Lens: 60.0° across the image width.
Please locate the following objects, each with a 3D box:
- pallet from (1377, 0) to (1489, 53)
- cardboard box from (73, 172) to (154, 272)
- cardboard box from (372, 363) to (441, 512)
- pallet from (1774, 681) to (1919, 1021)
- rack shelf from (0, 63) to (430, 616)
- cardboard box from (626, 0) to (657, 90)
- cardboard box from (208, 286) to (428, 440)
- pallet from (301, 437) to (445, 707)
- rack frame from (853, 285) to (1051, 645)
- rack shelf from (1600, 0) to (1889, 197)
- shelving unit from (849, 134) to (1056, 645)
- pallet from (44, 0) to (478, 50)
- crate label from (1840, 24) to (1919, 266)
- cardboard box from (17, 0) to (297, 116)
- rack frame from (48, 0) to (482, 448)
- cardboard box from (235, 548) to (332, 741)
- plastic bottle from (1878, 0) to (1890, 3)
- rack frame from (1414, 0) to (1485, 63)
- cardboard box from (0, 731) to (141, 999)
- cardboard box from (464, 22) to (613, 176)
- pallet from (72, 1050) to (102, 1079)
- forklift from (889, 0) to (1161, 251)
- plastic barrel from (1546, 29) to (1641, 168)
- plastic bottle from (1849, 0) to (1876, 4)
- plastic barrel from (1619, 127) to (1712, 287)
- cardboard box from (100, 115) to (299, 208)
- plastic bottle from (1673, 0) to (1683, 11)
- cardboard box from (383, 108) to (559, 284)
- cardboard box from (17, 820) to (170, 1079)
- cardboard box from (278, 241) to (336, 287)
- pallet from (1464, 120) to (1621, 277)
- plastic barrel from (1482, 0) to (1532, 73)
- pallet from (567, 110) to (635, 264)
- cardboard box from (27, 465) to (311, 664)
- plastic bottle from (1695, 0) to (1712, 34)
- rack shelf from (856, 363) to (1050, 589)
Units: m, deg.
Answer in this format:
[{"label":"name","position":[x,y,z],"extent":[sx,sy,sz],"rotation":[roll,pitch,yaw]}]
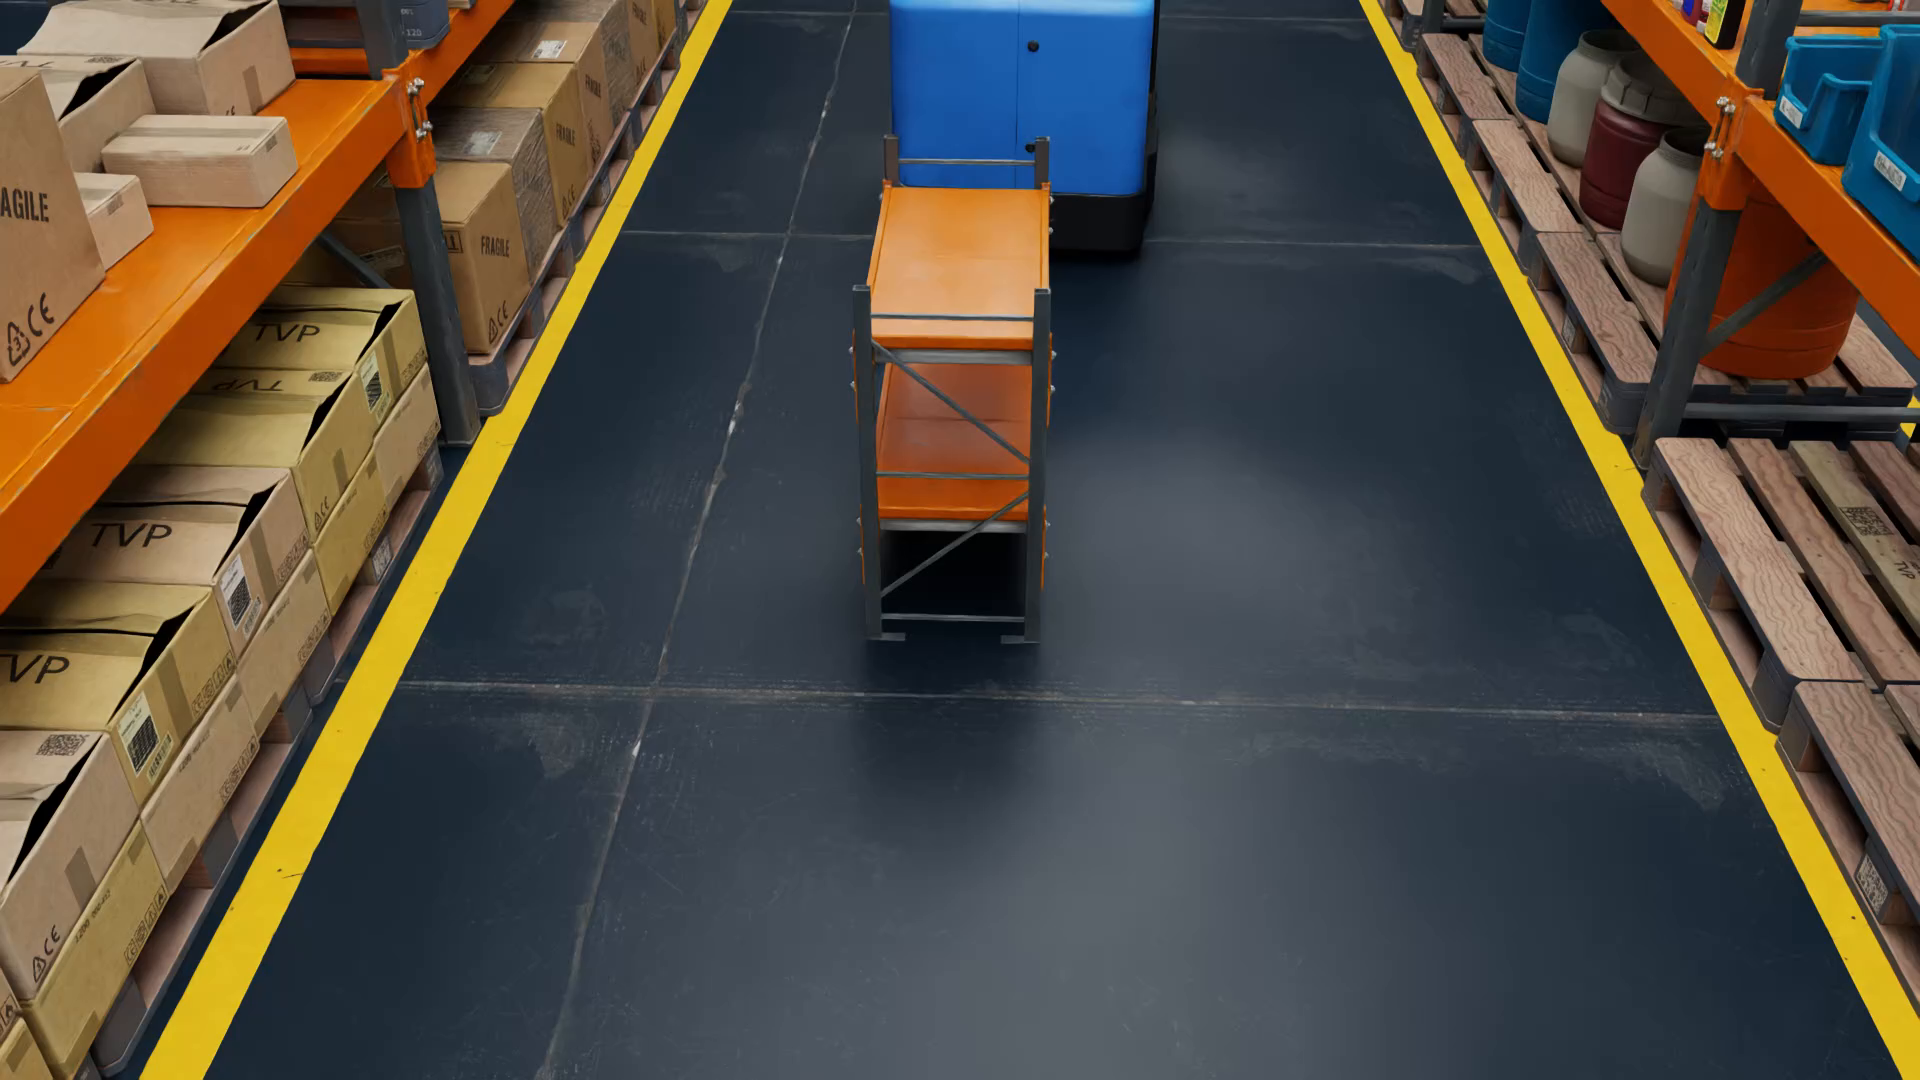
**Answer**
[{"label":"pallet","position":[2.931,-3.056,9.414],"extent":[1.003,0.211,1.213],"rotation":[1,35,2]},{"label":"cardboard box","position":[-2.164,-0.755,3.934],"extent":[0.380,0.149,0.250],"rotation":[4,35,5]},{"label":"cardboard box","position":[-1.947,-0.330,5.138],"extent":[0.500,0.250,0.500],"rotation":[2,35,3]},{"label":"pallet","position":[2.658,0.809,3.915],"extent":[1.003,0.211,1.213],"rotation":[1,35,2]},{"label":"rack shelf","position":[-2.250,-0.148,3.478],"extent":[1.077,0.370,4.000],"rotation":[1,35,2]},{"label":"cardboard box","position":[-1.770,-2.473,7.951],"extent":[0.500,0.500,0.500],"rotation":[1,35,2]},{"label":"cardboard box","position":[-1.944,-0.561,4.978],"extent":[0.500,0.311,0.500],"rotation":[2,35,3]},{"label":"pallet","position":[-2.241,0.021,5.036],"extent":[1.003,0.211,1.213],"rotation":[1,35,2]},{"label":"rack frame","position":[-0.020,-0.172,4.517],"extent":[0.500,1.125,0.032],"rotation":[1,35,2]},{"label":"rack shelf","position":[2.860,-2.330,6.582],"extent":[1.077,0.370,4.000],"rotation":[1,35,2]},{"label":"shelving unit","position":[0.000,-0.464,4.932],"extent":[0.538,1.125,1.048],"rotation":[1,35,2]},{"label":"pallet","position":[-2.212,-1.904,5.517],"extent":[1.213,0.211,1.003],"rotation":[1,35,2]},{"label":"crate label","position":[2.470,-0.925,3.926],"extent":[0.502,0.435,0.616],"rotation":[1,35,2]},{"label":"cardboard box","position":[-2.228,-1.347,4.636],"extent":[0.500,0.311,0.500],"rotation":[3,35,5]},{"label":"rack frame","position":[-2.169,-1.592,4.906],"extent":[1.000,3.000,0.127],"rotation":[1,35,2]},{"label":"cardboard box","position":[-1.987,0.255,4.305],"extent":[0.500,0.250,0.500],"rotation":[2,35,3]},{"label":"plastic bottle","position":[3.139,-1.931,5.497],"extent":[0.152,0.276,0.135],"rotation":[1,35,2]},{"label":"rack frame","position":[2.941,-3.773,8.010],"extent":[1.000,3.000,0.127],"rotation":[1,35,2]},{"label":"cardboard box","position":[-2.020,0.614,3.306],"extent":[0.500,0.311,0.500],"rotation":[0,35,0]},{"label":"cardboard box","position":[-1.809,-1.893,7.126],"extent":[0.500,0.500,0.500],"rotation":[0,35,0]},{"label":"pallet","position":[-2.339,1.423,3.041],"extent":[1.003,0.211,1.213],"rotation":[1,35,2]},{"label":"forklift","position":[0.389,-3.213,7.273],"extent":[1.130,2.935,3.031],"rotation":[4,35,5]},{"label":"plastic barrel","position":[2.761,-1.886,7.123],"extent":[0.421,0.512,0.421],"rotation":[0,35,0]},{"label":"plastic bottle","position":[3.013,-1.893,5.507],"extent":[0.097,0.201,0.097],"rotation":[0,35,0]},{"label":"plastic barrel","position":[2.716,-1.237,6.200],"extent":[0.421,0.512,0.421],"rotation":[0,35,0]},{"label":"cardboard box","position":[-1.929,-0.966,4.234],"extent":[0.380,0.149,0.250],"rotation":[1,35,2]},{"label":"plastic bottle","position":[2.402,-1.834,5.424],"extent":[0.097,0.201,0.097],"rotation":[0,35,0]},{"label":"cardboard box","position":[-1.850,-1.305,6.289],"extent":[0.500,0.500,0.500],"rotation":[0,35,0]},{"label":"cardboard box","position":[-2.026,0.842,3.469],"extent":[0.500,0.250,0.500],"rotation":[0,35,0]},{"label":"cardboard box","position":[-2.366,-1.292,6.270],"extent":[0.500,0.500,0.500],"rotation":[3,35,4]},{"label":"pallet","position":[2.822,-1.487,7.182],"extent":[1.003,0.211,1.213],"rotation":[1,35,2]},{"label":"plastic barrel","position":[2.902,-2.774,8.048],"extent":[0.600,0.901,0.708],"rotation":[1,35,2]},{"label":"pallet","position":[-2.050,-1.578,7.311],"extent":[1.003,0.211,1.213],"rotation":[1,35,2]},{"label":"cardboard box","position":[-1.982,0.028,4.141],"extent":[0.500,0.311,0.500],"rotation":[1,35,2]},{"label":"plastic bottle","position":[2.393,-1.702,5.236],"extent":[0.097,0.201,0.097],"rotation":[0,35,0]},{"label":"rack shelf","position":[0.000,-0.264,5.073],"extent":[0.538,0.278,1.000],"rotation":[1,35,2]}]
